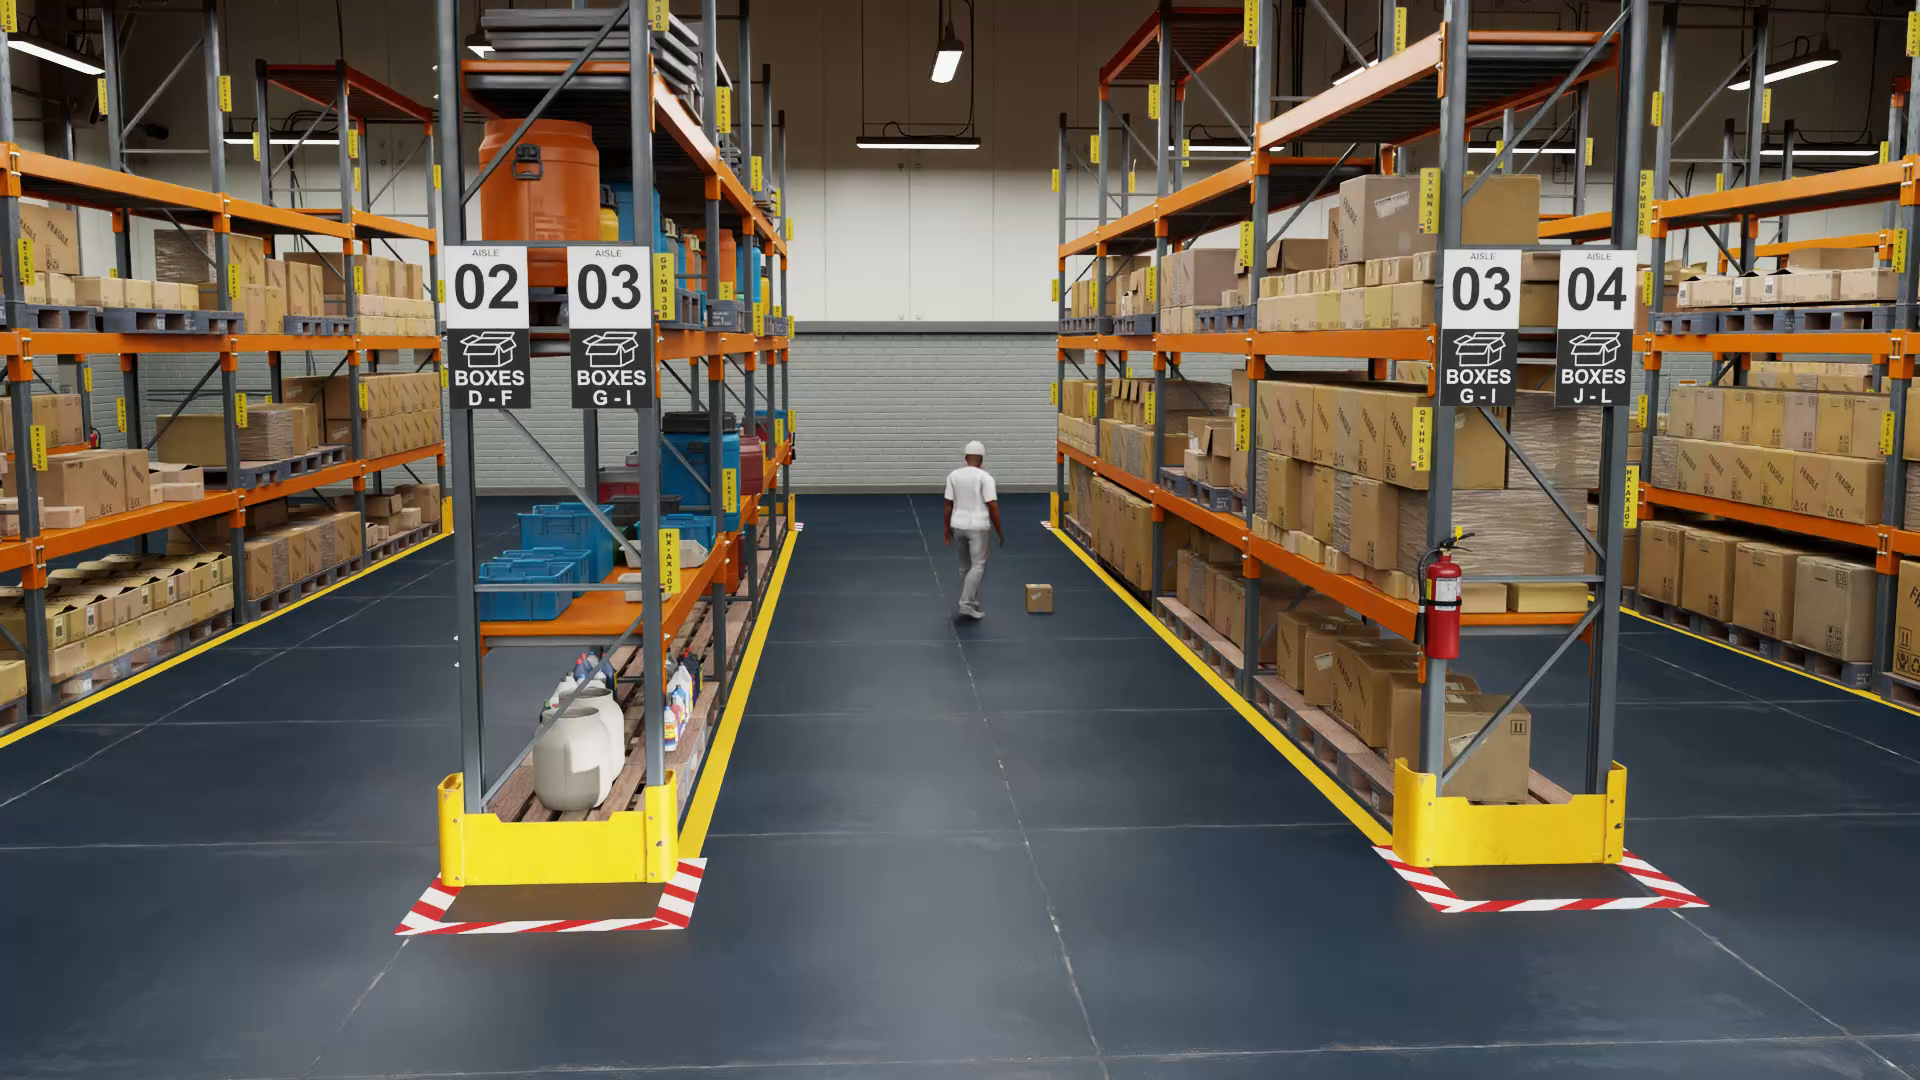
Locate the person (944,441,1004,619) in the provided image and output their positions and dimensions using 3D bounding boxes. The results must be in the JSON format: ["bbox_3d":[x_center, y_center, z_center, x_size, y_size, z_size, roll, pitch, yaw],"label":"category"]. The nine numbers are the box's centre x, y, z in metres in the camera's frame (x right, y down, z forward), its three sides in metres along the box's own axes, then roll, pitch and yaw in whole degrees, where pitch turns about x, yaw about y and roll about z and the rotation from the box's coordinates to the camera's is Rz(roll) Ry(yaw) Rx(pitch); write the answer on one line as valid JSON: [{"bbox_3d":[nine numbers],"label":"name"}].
[{"bbox_3d":[0.119,-0.111,16.626,0.635,1.755,0.723,5,8,34],"label":"person"}]
